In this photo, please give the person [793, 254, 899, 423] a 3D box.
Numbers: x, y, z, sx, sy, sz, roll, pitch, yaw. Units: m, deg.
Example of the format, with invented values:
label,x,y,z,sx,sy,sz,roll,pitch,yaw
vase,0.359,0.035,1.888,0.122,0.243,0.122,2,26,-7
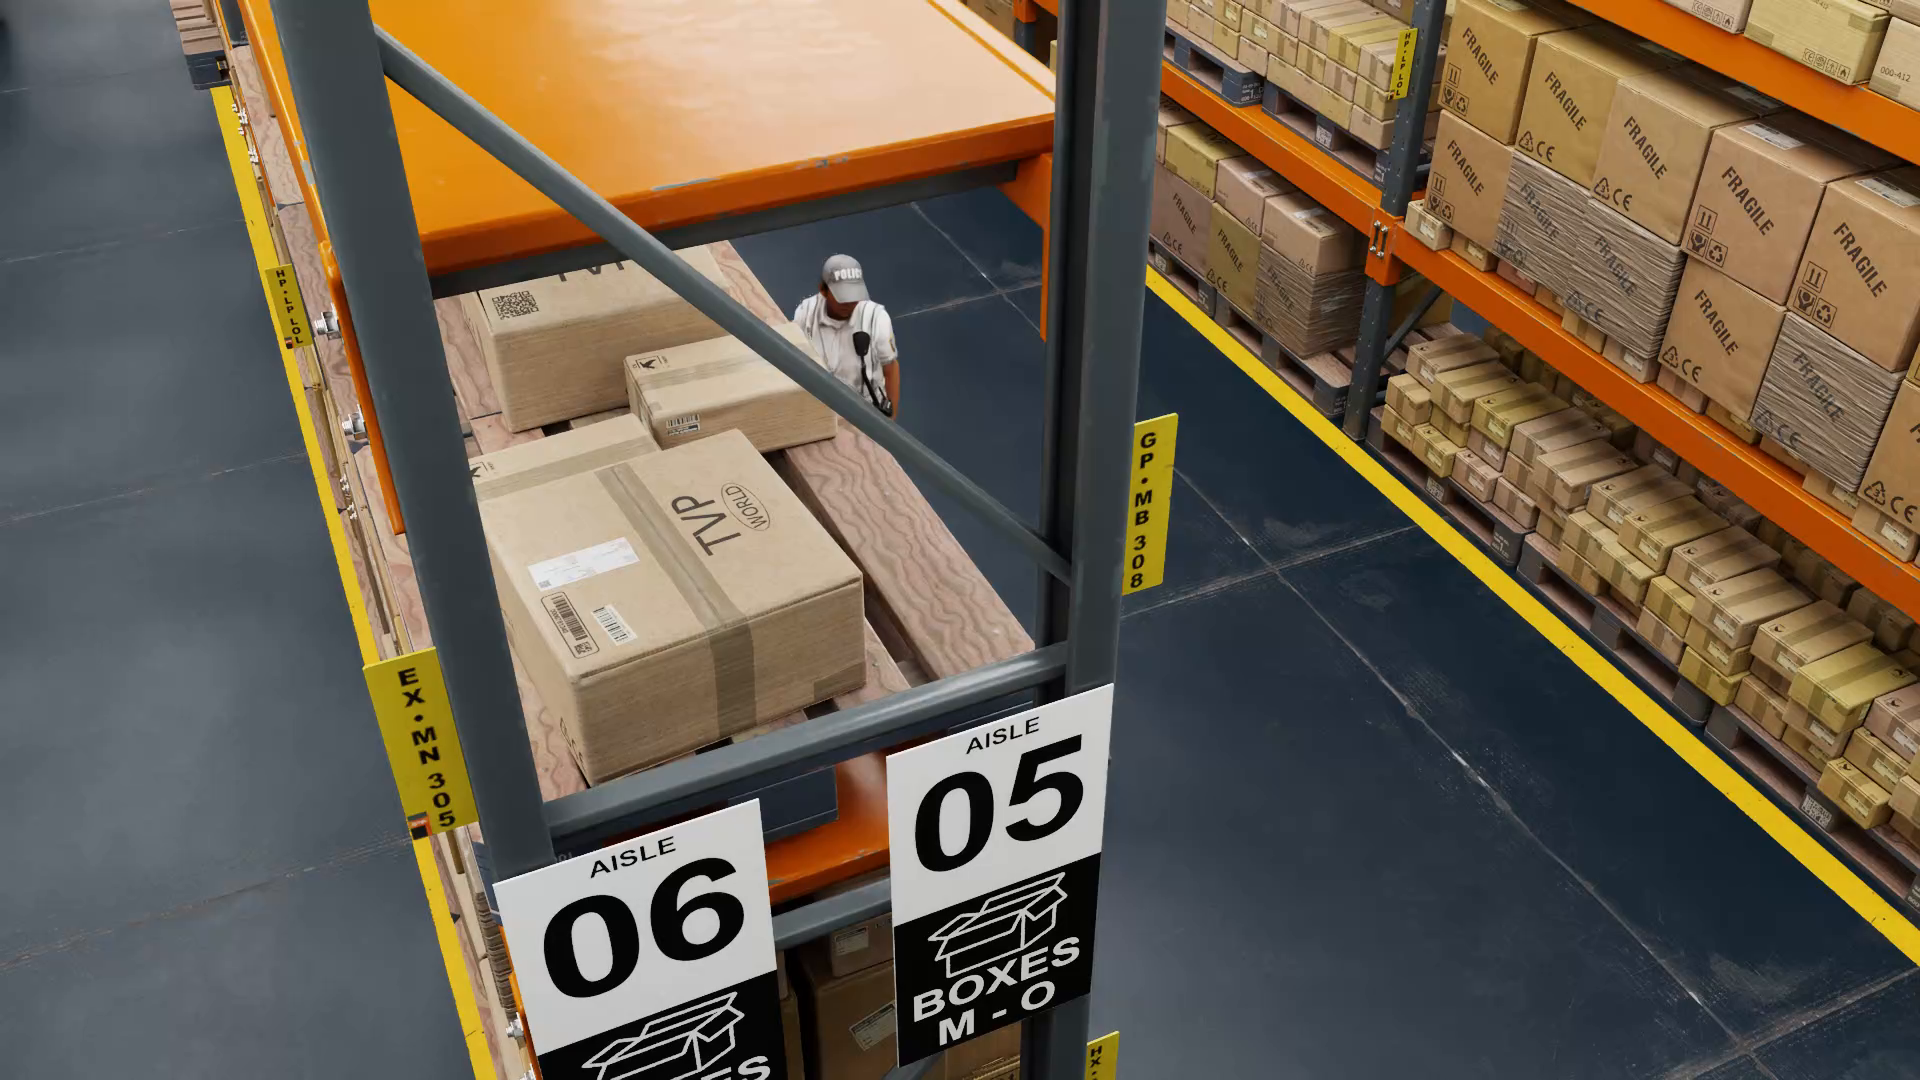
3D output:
label,x,y,z,sx,sy,sz,roll,pitch,yaw
person,-0.538,-0.569,7.588,0.522,1.664,0.538,8,38,10
